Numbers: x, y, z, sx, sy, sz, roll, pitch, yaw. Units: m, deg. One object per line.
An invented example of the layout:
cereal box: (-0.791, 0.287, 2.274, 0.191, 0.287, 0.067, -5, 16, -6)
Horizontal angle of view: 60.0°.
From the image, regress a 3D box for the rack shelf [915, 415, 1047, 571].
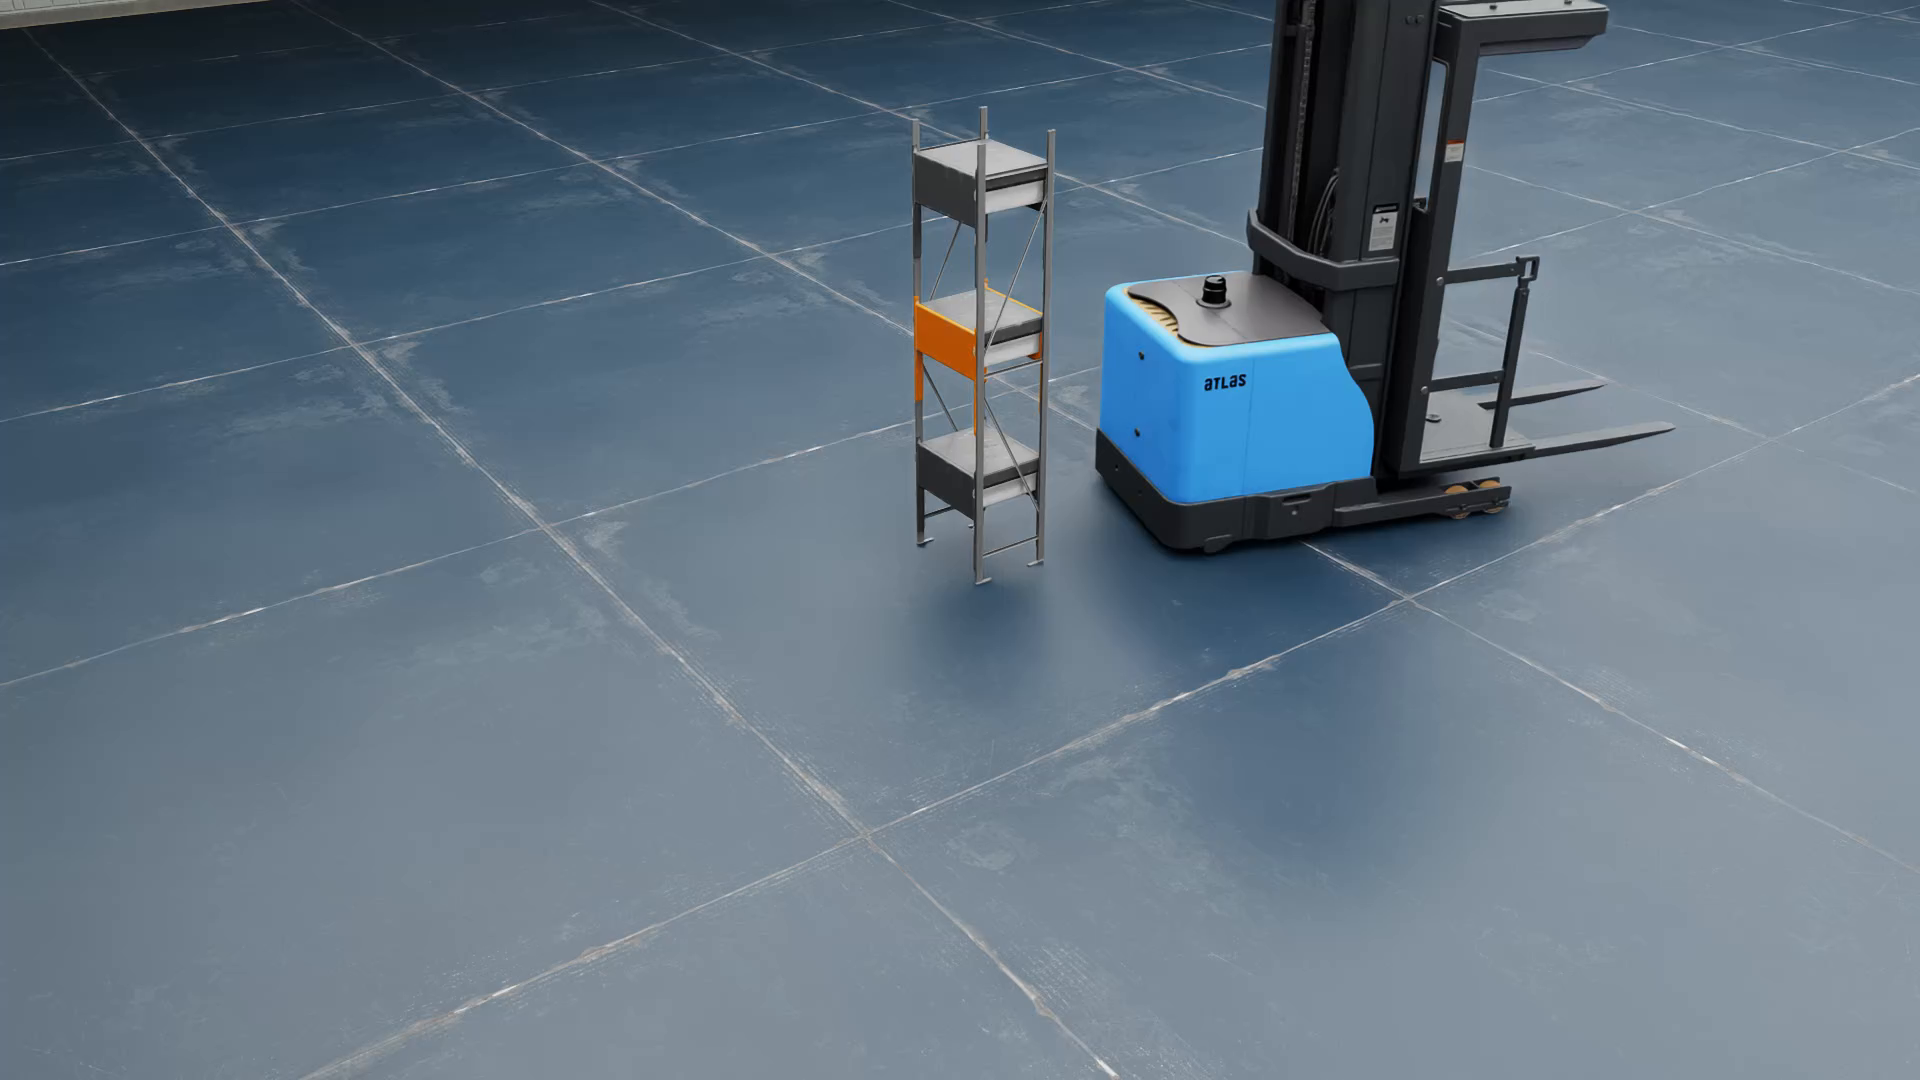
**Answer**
rack shelf: (0.096, -0.231, 7.971, 0.431, 0.518, 0.480, -19, 34, -31)

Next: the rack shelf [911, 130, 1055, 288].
rack shelf: (0.096, -1.461, 7.303, 0.431, 0.518, 0.480, -19, 34, -31)

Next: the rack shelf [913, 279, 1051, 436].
rack shelf: (0.096, -0.846, 7.637, 0.431, 0.518, 0.480, -19, 34, -31)

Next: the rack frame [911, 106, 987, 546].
rack frame: (-0.046, -0.953, 7.805, 0.400, 2.100, 0.015, -19, 34, -31)

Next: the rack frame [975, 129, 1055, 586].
rack frame: (0.238, -0.763, 7.456, 0.400, 2.100, 0.015, -19, 34, -31)

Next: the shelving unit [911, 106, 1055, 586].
shelving unit: (0.096, -0.858, 7.630, 0.431, 2.100, 0.503, -19, 34, -31)

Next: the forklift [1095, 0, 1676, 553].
forklift: (2.290, -1.626, 8.172, 3.031, 2.935, 1.130, -9, 30, -16)
